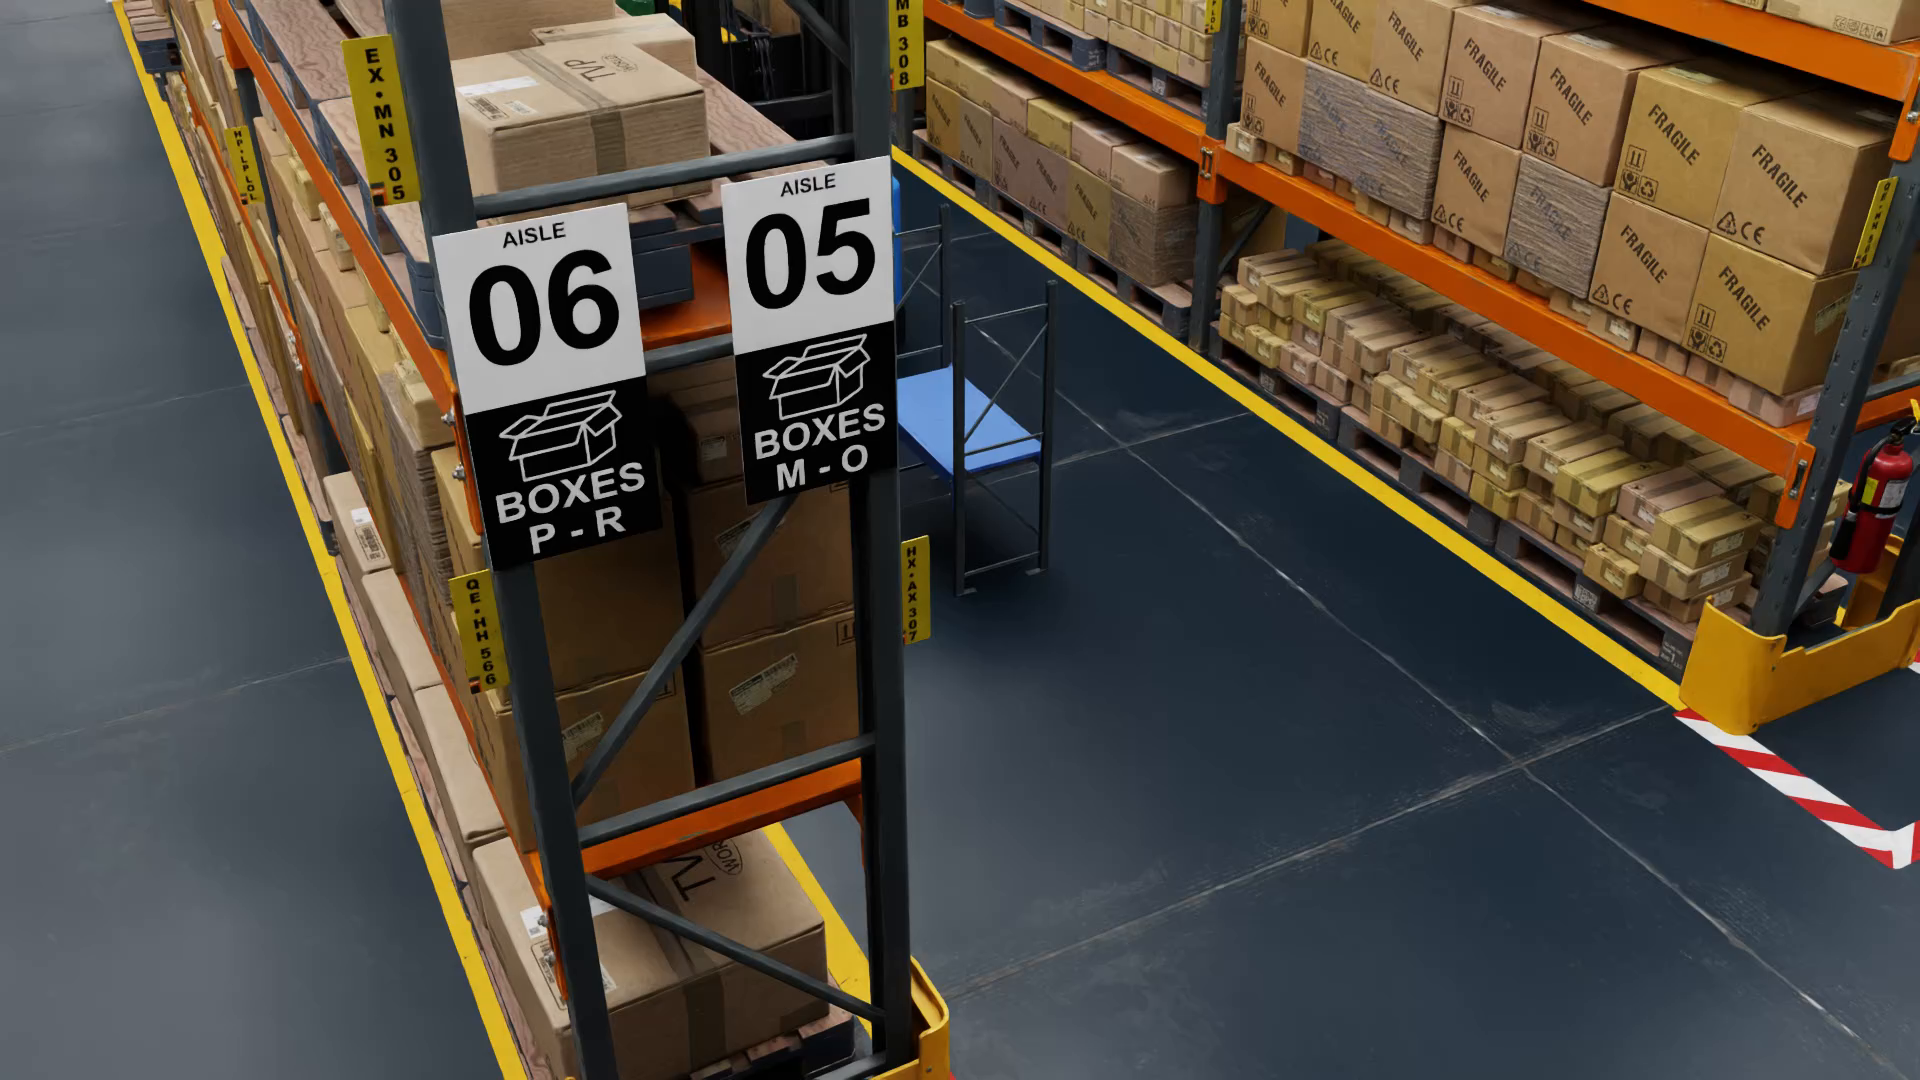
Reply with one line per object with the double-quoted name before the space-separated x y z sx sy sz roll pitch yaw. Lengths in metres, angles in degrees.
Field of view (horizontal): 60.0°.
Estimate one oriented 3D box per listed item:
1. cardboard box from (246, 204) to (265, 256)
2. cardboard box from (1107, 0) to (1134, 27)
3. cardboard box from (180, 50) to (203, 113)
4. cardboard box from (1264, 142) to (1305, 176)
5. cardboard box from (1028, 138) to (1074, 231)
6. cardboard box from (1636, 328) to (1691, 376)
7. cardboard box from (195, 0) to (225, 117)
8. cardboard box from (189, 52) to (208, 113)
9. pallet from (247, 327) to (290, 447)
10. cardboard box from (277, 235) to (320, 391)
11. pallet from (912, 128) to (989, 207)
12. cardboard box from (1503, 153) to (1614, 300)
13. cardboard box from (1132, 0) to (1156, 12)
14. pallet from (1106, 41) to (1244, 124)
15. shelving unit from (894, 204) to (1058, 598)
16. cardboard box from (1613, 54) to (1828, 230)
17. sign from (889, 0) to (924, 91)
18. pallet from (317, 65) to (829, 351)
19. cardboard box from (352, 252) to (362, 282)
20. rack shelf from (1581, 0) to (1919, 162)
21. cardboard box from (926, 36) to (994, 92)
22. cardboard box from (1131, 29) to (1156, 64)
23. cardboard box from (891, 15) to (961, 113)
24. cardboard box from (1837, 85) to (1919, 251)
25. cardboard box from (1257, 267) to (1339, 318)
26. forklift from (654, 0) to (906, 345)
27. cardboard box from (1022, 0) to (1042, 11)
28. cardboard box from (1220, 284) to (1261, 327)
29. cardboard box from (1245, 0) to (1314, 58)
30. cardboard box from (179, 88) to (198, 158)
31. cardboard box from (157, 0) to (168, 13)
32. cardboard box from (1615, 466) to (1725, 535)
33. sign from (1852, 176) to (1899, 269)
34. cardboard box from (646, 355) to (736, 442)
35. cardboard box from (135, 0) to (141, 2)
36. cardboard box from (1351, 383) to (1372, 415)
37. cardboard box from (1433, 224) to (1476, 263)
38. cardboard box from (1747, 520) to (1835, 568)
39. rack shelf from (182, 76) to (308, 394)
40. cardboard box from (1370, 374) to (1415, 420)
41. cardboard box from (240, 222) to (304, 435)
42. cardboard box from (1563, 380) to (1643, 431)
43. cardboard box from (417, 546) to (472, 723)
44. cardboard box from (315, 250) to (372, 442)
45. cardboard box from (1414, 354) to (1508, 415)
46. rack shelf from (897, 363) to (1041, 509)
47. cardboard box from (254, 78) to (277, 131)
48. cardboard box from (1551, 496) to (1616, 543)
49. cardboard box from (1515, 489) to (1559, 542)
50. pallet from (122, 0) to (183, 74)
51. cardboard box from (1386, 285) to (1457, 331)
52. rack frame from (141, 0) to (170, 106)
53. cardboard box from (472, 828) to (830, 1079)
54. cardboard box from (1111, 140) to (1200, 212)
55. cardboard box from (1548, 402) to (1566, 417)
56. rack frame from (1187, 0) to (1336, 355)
"cardboard box" -3.152 -1.568 8.056 0.500 0.250 0.500 -16 36 -24
"cardboard box" 1.120 -3.241 10.096 0.380 0.149 0.250 -17 36 -25
"cardboard box" -4.343 -2.786 9.957 0.500 0.250 0.500 -17 36 -24
"cardboard box" 1.877 -2.103 8.984 0.380 0.149 0.250 -15 36 -22
"cardboard box" 0.806 -2.436 11.199 0.500 0.500 0.500 -17 36 -24
"cardboard box" 3.099 -0.844 7.020 0.380 0.149 0.250 -16 36 -24
"cardboard box" -3.381 -2.342 8.106 0.500 0.500 0.500 -15 35 -22
"cardboard box" -3.869 -2.502 9.050 0.500 0.250 0.500 -16 36 -23
"pallet" -3.483 -0.995 9.608 1.003 0.211 1.213 -16 36 -23
"cardboard box" -2.496 -0.990 6.921 0.500 0.500 0.500 -15 35 -22
"pallet" 0.347 -2.892 12.568 1.003 0.211 1.213 -16 36 -23
"cardboard box" 2.796 -1.425 7.326 0.500 0.500 0.500 -16 36 -23
"cardboard box" 1.244 -3.246 9.829 0.380 0.149 0.250 -17 36 -25
"pallet" 1.621 -2.851 10.097 1.003 0.211 1.213 -16 36 -23
"shelving unit" -0.040 -0.672 7.909 0.538 1.500 1.048 -16 36 -23
"cardboard box" 3.044 -1.608 6.683 0.500 0.500 0.500 -17 36 -25
"sign" -0.125 -1.130 3.568 0.100 0.325 0.005 -16 36 -23
"pallet" -0.974 -0.906 4.184 1.003 0.211 1.213 -16 36 -23
"cardboard box" -1.712 -0.911 5.270 0.380 0.149 0.250 -15 35 -22
"rack shelf" 2.781 -2.536 7.314 1.077 0.370 4.000 -16 36 -23
"cardboard box" 0.091 -3.490 12.149 0.500 0.250 0.500 -18 37 -25
"cardboard box" 1.252 -2.985 9.972 0.380 0.149 0.250 -16 36 -23
"cardboard box" -0.221 -3.982 13.381 1.050 0.750 0.750 -16 36 -24
"cardboard box" 3.739 -1.491 6.501 0.500 0.500 0.500 -16 36 -23
"cardboard box" 1.902 -1.395 9.348 0.380 0.149 0.250 -14 35 -21
"forklift" -1.356 -3.003 10.220 1.130 2.935 3.031 -13 35 -19
"cardboard box" 0.634 -3.614 10.954 0.380 0.149 0.250 -15 36 -22
"cardboard box" 1.735 -1.379 9.599 0.380 0.149 0.250 -14 35 -21
"cardboard box" 1.843 -2.842 8.611 0.500 0.500 0.500 -15 36 -22
"cardboard box" -5.303 -3.202 12.514 0.950 0.372 0.625 -15 35 -22
"cardboard box" -4.806 -3.637 10.389 0.500 0.500 0.500 -17 36 -24
"cardboard box" 3.176 -0.172 7.440 0.380 0.149 0.250 -15 36 -22
"sign" 3.213 -1.112 5.839 0.100 0.325 0.005 -16 36 -23
"cardboard box" -0.724 -0.411 4.490 0.380 0.149 0.250 -15 36 -22
"cardboard box" -6.727 -4.605 14.121 0.500 0.500 0.500 -16 36 -24
"cardboard box" 2.339 -0.792 8.959 0.380 0.149 0.250 -17 37 -25
"cardboard box" 2.514 -1.475 8.004 0.380 0.149 0.250 -14 35 -21
"cardboard box" 3.696 -0.038 7.506 0.380 0.149 0.250 -14 35 -21
"rack shelf" -3.416 -1.889 9.085 1.077 0.370 4.000 -16 36 -23
"cardboard box" 2.370 -0.770 8.649 0.380 0.149 0.250 -16 36 -23
"cardboard box" -3.271 -1.224 8.961 0.875 0.875 0.875 -15 36 -22
"cardboard box" 3.221 -0.670 8.217 0.380 0.149 0.250 -14 35 -21
"cardboard box" -1.298 0.223 5.029 0.500 0.500 0.500 -17 36 -24
"cardboard box" -1.784 -0.681 5.513 0.500 0.500 0.500 -16 36 -23
"cardboard box" 2.532 -0.789 8.403 0.380 0.149 0.250 -16 36 -23
"rack shelf" -0.040 -0.521 8.006 0.538 0.185 1.000 -16 36 -23
"cardboard box" -2.566 -1.758 6.592 0.380 0.149 0.250 -16 36 -24
"cardboard box" 2.971 -0.151 7.683 0.380 0.149 0.250 -17 37 -25
"cardboard box" 2.901 -0.156 7.967 0.380 0.149 0.250 -15 36 -23
"pallet" -4.775 -3.379 10.921 1.213 0.211 1.003 -16 36 -23
"cardboard box" 2.573 -1.281 9.170 0.380 0.149 0.250 -15 35 -22
"rack frame" -6.213 -5.055 13.360 1.000 3.000 0.127 -16 36 -23
"cardboard box" -1.015 1.284 5.451 0.875 0.438 0.875 -17 36 -25
"cardboard box" 1.278 -2.262 10.234 0.500 0.250 0.500 -17 36 -24
"cardboard box" 3.032 -0.649 8.460 0.380 0.149 0.250 -14 35 -21
"rack frame" 1.849 -2.531 9.419 1.000 3.000 0.127 -16 36 -23
